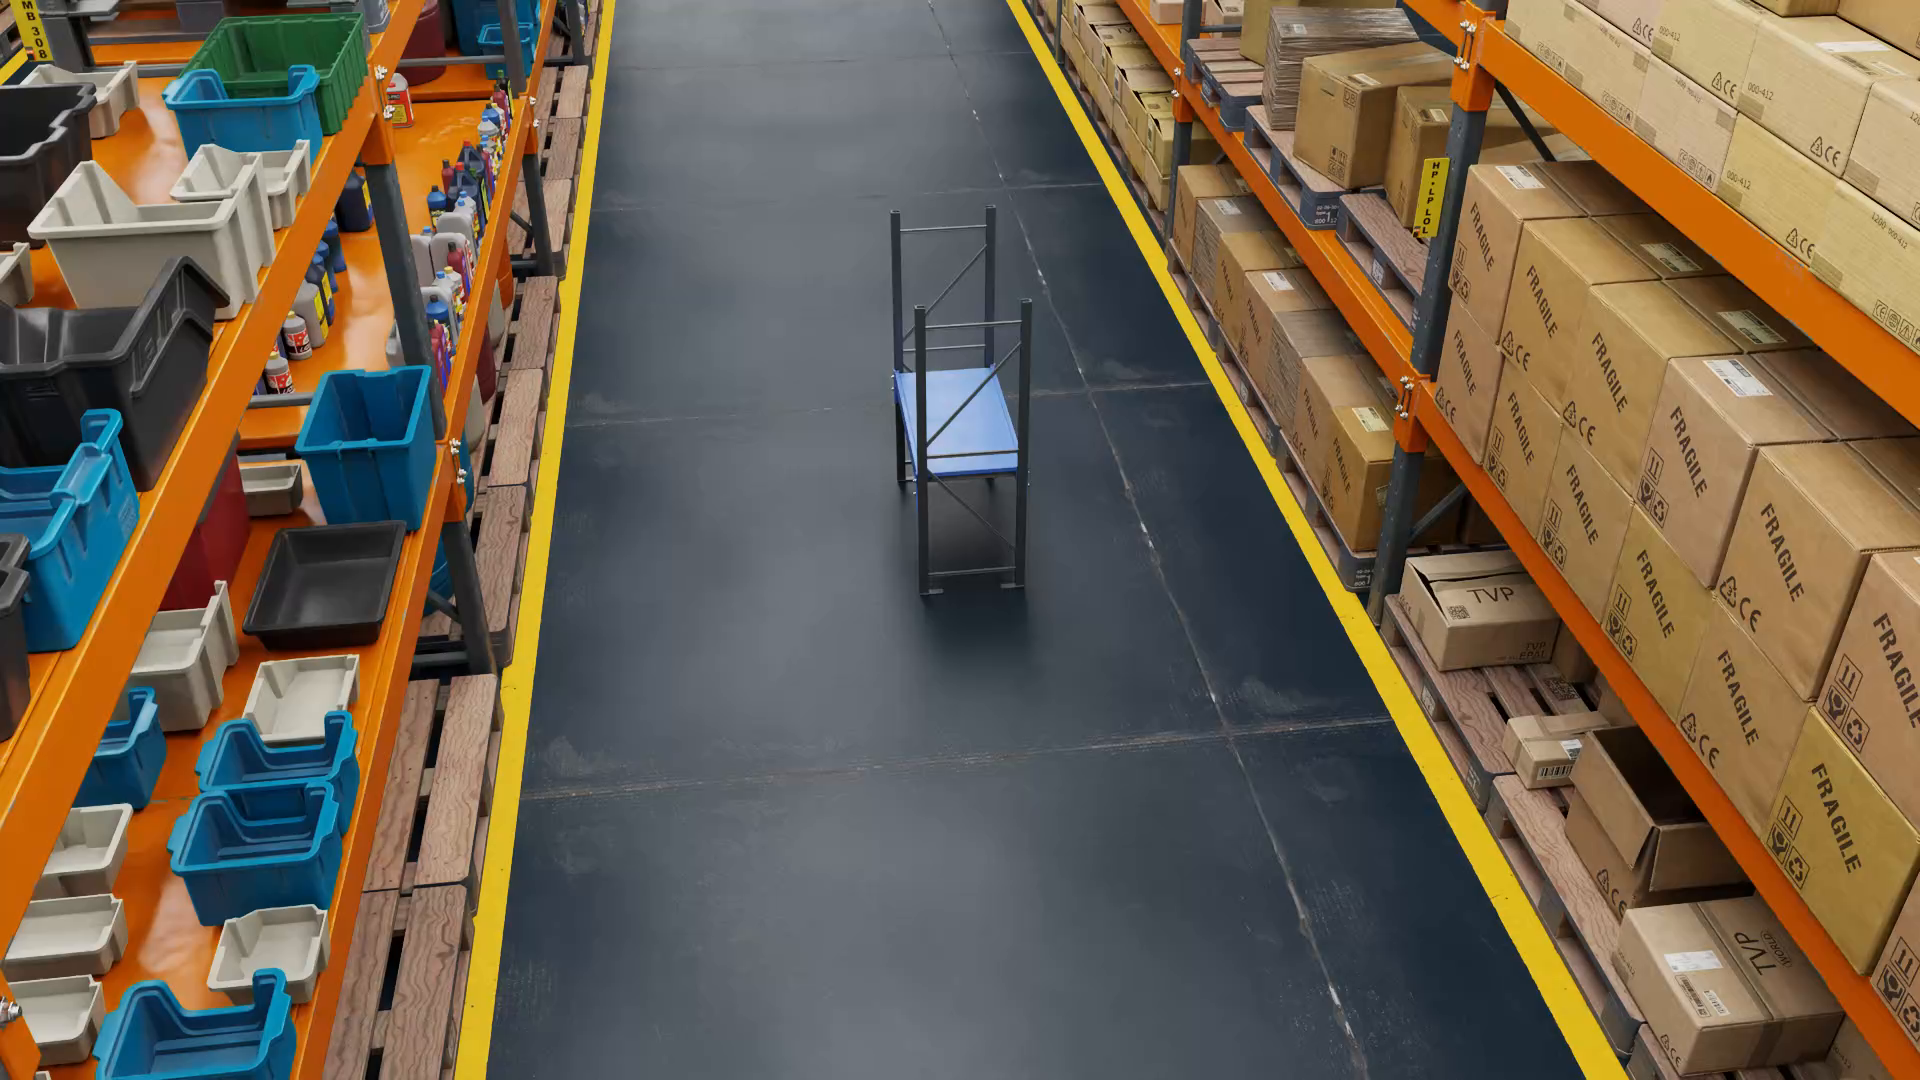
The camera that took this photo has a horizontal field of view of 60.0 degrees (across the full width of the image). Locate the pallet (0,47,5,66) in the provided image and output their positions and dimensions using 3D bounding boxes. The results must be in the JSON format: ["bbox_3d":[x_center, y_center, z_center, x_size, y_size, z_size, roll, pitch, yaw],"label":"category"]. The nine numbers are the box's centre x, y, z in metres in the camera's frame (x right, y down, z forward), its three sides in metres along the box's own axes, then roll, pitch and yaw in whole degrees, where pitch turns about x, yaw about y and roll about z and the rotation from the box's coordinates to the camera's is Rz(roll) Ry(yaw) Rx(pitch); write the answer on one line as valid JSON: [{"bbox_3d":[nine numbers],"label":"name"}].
[{"bbox_3d":[-8.621,-3.842,13.700,1.003,0.211,1.213,-4,35,-6],"label":"pallet"}]

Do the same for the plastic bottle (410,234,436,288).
[{"bbox_3d":[-2.472,-1.274,7.566,0.152,0.276,0.135,-4,35,-6],"label":"plastic bottle"}]

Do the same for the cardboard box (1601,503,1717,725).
[{"bbox_3d":[2.403,0.206,5.195,0.500,0.500,0.500,-5,35,-7],"label":"cardboard box"}]

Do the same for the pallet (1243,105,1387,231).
[{"bbox_3d":[2.125,-1.974,8.654,1.003,0.211,1.213,-4,35,-6],"label":"pallet"}]

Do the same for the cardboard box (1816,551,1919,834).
[{"bbox_3d":[2.534,0.362,4.079,0.500,0.500,0.500,-3,34,-5],"label":"cardboard box"}]

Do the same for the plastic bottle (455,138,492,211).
[{"bbox_3d":[-2.439,-1.822,8.303,0.144,0.351,0.185,-4,35,-6],"label":"plastic bottle"}]

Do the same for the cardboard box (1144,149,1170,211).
[{"bbox_3d":[1.547,-2.451,11.251,0.500,0.250,0.500,-4,34,-5],"label":"cardboard box"}]

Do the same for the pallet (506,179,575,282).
[{"bbox_3d":[-3.115,-2.048,11.068,1.003,0.211,1.213,-4,35,-6],"label":"pallet"}]

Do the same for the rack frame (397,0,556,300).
[{"bbox_3d":[-3.050,-2.765,9.644,1.000,3.000,0.127,-4,35,-6],"label":"rack frame"}]

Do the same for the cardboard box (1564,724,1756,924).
[{"bbox_3d":[2.655,0.991,5.958,0.797,0.503,0.637,-4,35,-6],"label":"cardboard box"}]

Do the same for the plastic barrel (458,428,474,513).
[{"bbox_3d":[-2.663,-0.540,7.869,0.600,0.901,0.708,-4,35,-6],"label":"plastic barrel"}]

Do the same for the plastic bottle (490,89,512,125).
[{"bbox_3d":[-2.575,-2.424,9.320,0.097,0.201,0.097,0,34,0],"label":"plastic bottle"}]

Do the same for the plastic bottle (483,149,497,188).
[{"bbox_3d":[-2.452,-1.915,8.573,0.097,0.201,0.097,0,34,0],"label":"plastic bottle"}]

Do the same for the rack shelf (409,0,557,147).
[{"bbox_3d":[-3.319,-3.584,11.485,1.077,0.370,4.000,-4,35,-6],"label":"rack shelf"}]

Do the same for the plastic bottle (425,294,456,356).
[{"bbox_3d":[-2.203,-0.909,7.034,0.097,0.271,0.097,0,34,0],"label":"plastic bottle"}]

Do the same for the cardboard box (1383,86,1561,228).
[{"bbox_3d":[2.400,-1.781,7.739,0.700,0.500,0.500,1,34,1],"label":"cardboard box"}]

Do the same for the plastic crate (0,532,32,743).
[{"bbox_3d":[-1.749,0.277,2.632,0.497,0.269,0.590,-4,35,-6],"label":"plastic crate"}]

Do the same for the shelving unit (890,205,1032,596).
[{"bbox_3d":[-0.011,-0.667,7.897,0.538,1.500,1.048,-4,35,-6],"label":"shelving unit"}]

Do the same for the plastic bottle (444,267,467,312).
[{"bbox_3d":[-2.260,-1.118,7.403,0.097,0.201,0.097,0,34,0],"label":"plastic bottle"}]

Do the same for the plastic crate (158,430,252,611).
[{"bbox_3d":[-2.640,-0.067,5.575,0.402,0.464,0.583,-4,35,-6],"label":"plastic crate"}]

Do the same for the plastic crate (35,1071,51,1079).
[{"bbox_3d":[-2.263,1.342,3.798,0.396,0.136,0.243,-4,35,-6],"label":"plastic crate"}]

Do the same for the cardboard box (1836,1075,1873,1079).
[{"bbox_3d":[2.653,1.797,5.074,0.380,0.166,0.250,-4,35,-6],"label":"cardboard box"}]

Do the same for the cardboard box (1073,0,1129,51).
[{"bbox_3d":[1.192,-4.110,13.189,0.500,0.311,0.500,-5,35,-7],"label":"cardboard box"}]

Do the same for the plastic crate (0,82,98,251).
[{"bbox_3d":[-2.616,-1.005,4.513,0.497,0.269,0.590,-4,35,-6],"label":"plastic crate"}]

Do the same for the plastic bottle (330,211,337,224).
[{"bbox_3d":[-3.108,-1.616,8.001,0.144,0.351,0.185,-4,35,-6],"label":"plastic bottle"}]

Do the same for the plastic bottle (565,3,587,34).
[{"bbox_3d":[-3.267,-4.443,14.134,0.152,0.276,0.135,-3,34,-5],"label":"plastic bottle"}]

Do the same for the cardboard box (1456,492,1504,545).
[{"bbox_3d":[2.574,-0.344,7.920,0.500,0.500,0.500,-6,35,-9],"label":"cardboard box"}]

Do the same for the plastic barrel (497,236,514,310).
[{"bbox_3d":[-2.967,-1.770,9.738,0.600,0.830,0.708,-4,35,-6],"label":"plastic barrel"}]

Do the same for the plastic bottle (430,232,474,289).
[{"bbox_3d":[-2.321,-1.286,7.583,0.152,0.276,0.135,-4,35,-6],"label":"plastic bottle"}]

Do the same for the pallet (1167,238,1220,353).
[{"bbox_3d":[1.922,-1.567,10.361,1.003,0.211,1.213,-4,35,-6],"label":"pallet"}]

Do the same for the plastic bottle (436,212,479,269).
[{"bbox_3d":[-2.352,-1.415,7.773,0.152,0.276,0.135,-4,35,-6],"label":"plastic bottle"}]

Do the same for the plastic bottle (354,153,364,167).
[{"bbox_3d":[-3.201,-2.126,8.820,0.097,0.271,0.097,0,34,0],"label":"plastic bottle"}]

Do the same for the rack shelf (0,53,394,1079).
[{"bbox_3d":[-2.243,-0.359,4.089,1.077,0.370,4.000,-4,35,-6],"label":"rack shelf"}]

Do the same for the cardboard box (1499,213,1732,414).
[{"bbox_3d":[2.252,-0.789,5.767,0.500,0.500,0.500,-5,35,-8],"label":"cardboard box"}]

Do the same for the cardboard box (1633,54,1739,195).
[{"bbox_3d":[2.347,-1.235,4.869,0.500,0.250,0.500,-4,35,-6],"label":"cardboard box"}]

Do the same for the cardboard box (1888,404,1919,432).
[{"bbox_3d":[2.927,-0.250,4.977,0.500,0.500,0.500,-5,35,-7],"label":"cardboard box"}]

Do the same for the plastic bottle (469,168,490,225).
[{"bbox_3d":[-2.376,-1.708,8.197,0.061,0.283,0.133,-4,35,-6],"label":"plastic bottle"}]

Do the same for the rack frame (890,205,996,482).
[{"bbox_3d":[-0.080,-0.951,8.314,0.500,1.500,0.032,-4,35,-6],"label":"rack frame"}]

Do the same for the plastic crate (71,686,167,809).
[{"bbox_3d":[-2.504,0.617,4.777,0.416,0.233,0.300,-4,35,-6],"label":"plastic crate"}]

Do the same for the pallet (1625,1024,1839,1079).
[{"bbox_3d":[2.817,1.991,5.141,1.003,0.211,1.213,-4,35,-6],"label":"pallet"}]

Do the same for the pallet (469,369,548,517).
[{"bbox_3d":[-2.741,-0.497,8.792,1.003,0.211,1.213,-4,35,-6],"label":"pallet"}]

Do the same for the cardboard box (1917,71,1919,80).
[{"bbox_3d":[2.693,-1.210,3.722,0.700,0.500,0.500,-4,35,-6],"label":"cardboard box"}]

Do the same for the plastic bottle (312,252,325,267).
[{"bbox_3d":[-2.881,-1.181,7.433,0.097,0.271,0.097,0,34,0],"label":"plastic bottle"}]

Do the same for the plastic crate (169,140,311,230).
[{"bbox_3d":[-1.963,-0.983,4.599,0.293,0.136,0.466,-4,35,-6],"label":"plastic crate"}]

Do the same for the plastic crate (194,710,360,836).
[{"bbox_3d":[-1.898,0.678,4.686,0.416,0.233,0.300,-4,35,-6],"label":"plastic crate"}]

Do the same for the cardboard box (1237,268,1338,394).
[{"bbox_3d":[1.851,-1.149,9.101,0.500,0.500,0.500,-5,35,-8],"label":"cardboard box"}]

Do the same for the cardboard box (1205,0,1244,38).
[{"bbox_3d":[1.854,-3.308,10.519,0.500,0.311,0.500,-2,34,-3],"label":"cardboard box"}]

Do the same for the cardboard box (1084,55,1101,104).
[{"bbox_3d":[1.270,-3.590,12.923,0.500,0.250,0.500,-5,35,-8],"label":"cardboard box"}]

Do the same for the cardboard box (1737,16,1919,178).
[{"bbox_3d":[2.409,-1.163,4.318,0.500,0.250,0.500,-4,35,-6],"label":"cardboard box"}]

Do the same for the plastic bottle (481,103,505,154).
[{"bbox_3d":[-2.518,-2.216,8.952,0.097,0.271,0.097,0,34,0],"label":"plastic bottle"}]

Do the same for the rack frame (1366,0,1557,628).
[{"bbox_3d":[2.397,-0.906,6.916,1.000,3.000,0.127,-4,35,-6],"label":"rack frame"}]

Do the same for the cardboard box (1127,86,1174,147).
[{"bbox_3d":[1.468,-2.971,11.516,0.500,0.311,0.500,-5,35,-7],"label":"cardboard box"}]

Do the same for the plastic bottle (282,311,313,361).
[{"bbox_3d":[-2.813,-0.870,7.040,0.097,0.201,0.097,0,34,0],"label":"plastic bottle"}]

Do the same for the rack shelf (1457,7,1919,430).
[{"bbox_3d":[2.666,-0.732,4.636,1.077,0.370,4.000,-4,35,-6],"label":"rack shelf"}]

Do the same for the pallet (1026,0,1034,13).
[{"bbox_3d":[1.089,-5.348,15.909,1.003,0.211,1.213,-4,35,-6],"label":"pallet"}]
